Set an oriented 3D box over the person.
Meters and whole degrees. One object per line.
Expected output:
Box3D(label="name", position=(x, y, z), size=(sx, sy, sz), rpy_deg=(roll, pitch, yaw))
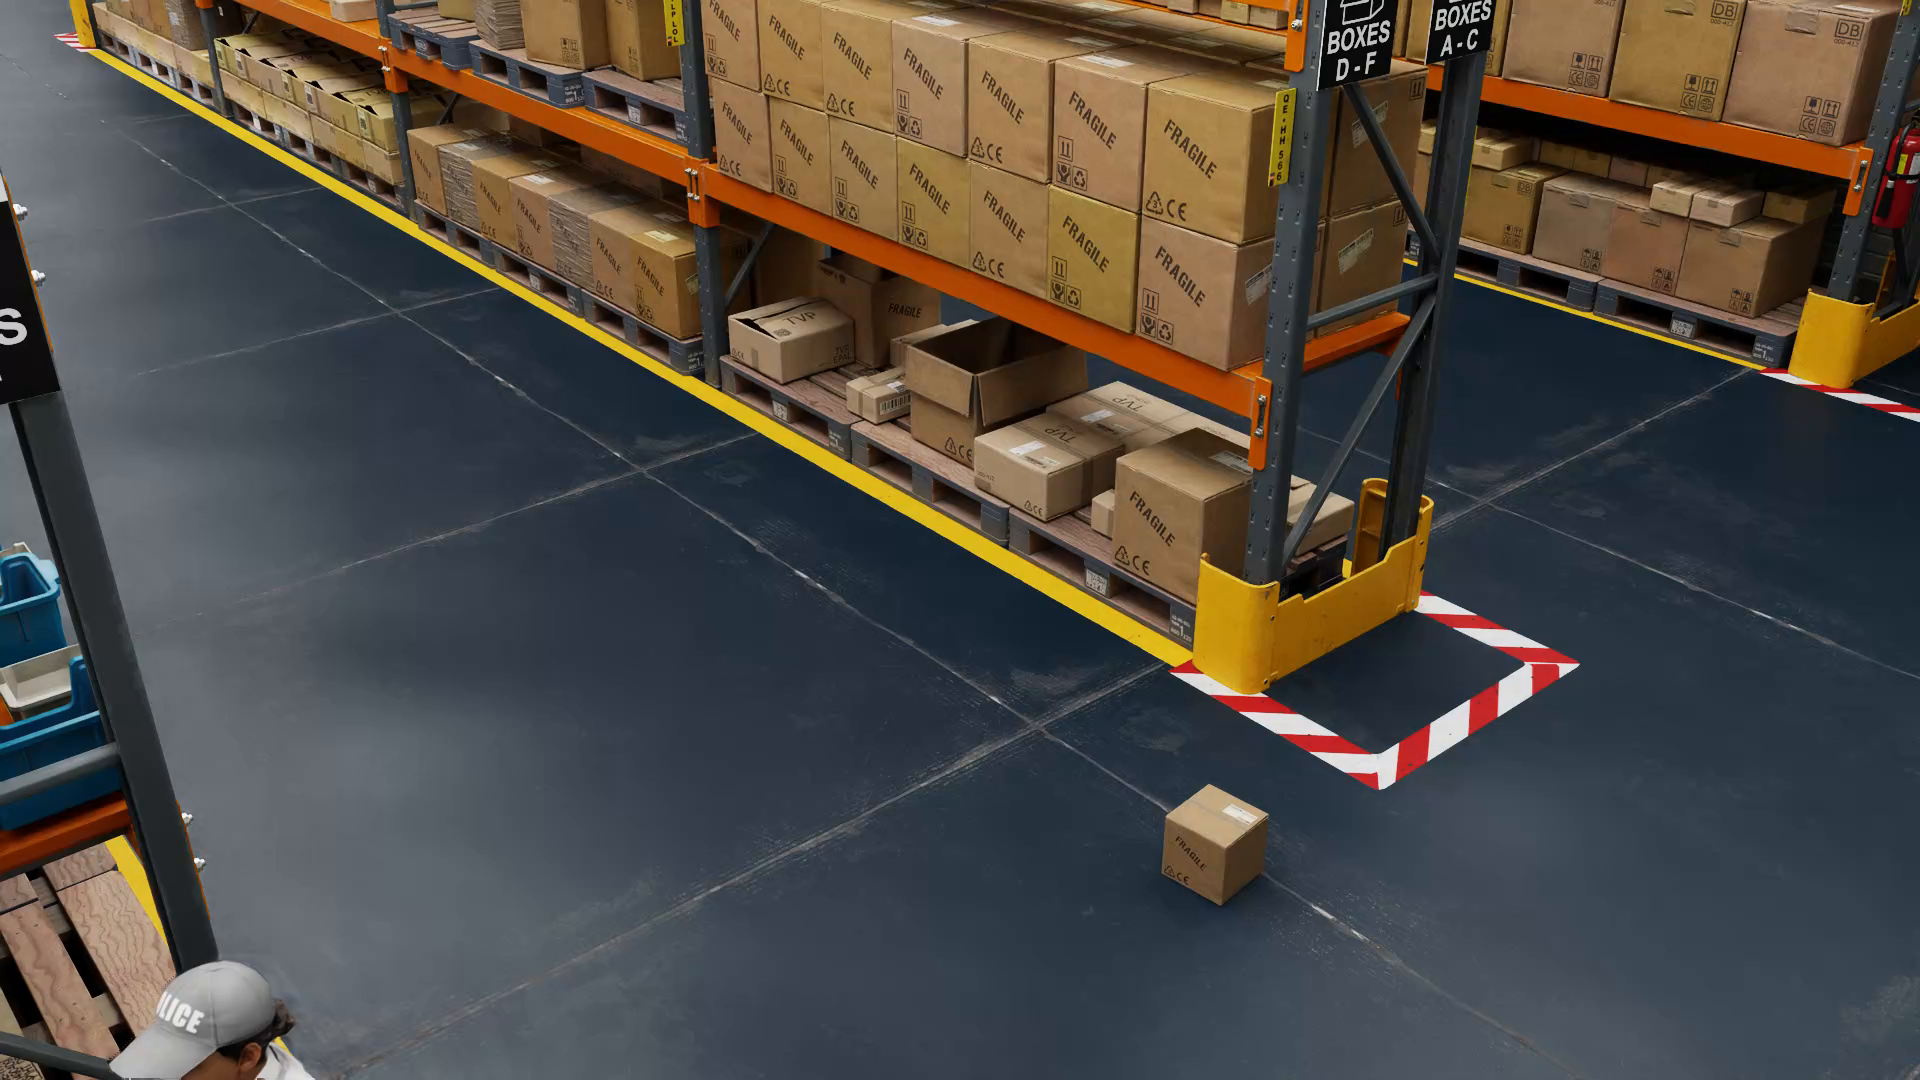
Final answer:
Box3D(label="person", position=(-1.315, 1.497, 3.295), size=(0.480, 1.648, 0.494), rpy_deg=(23, 36, 36))
